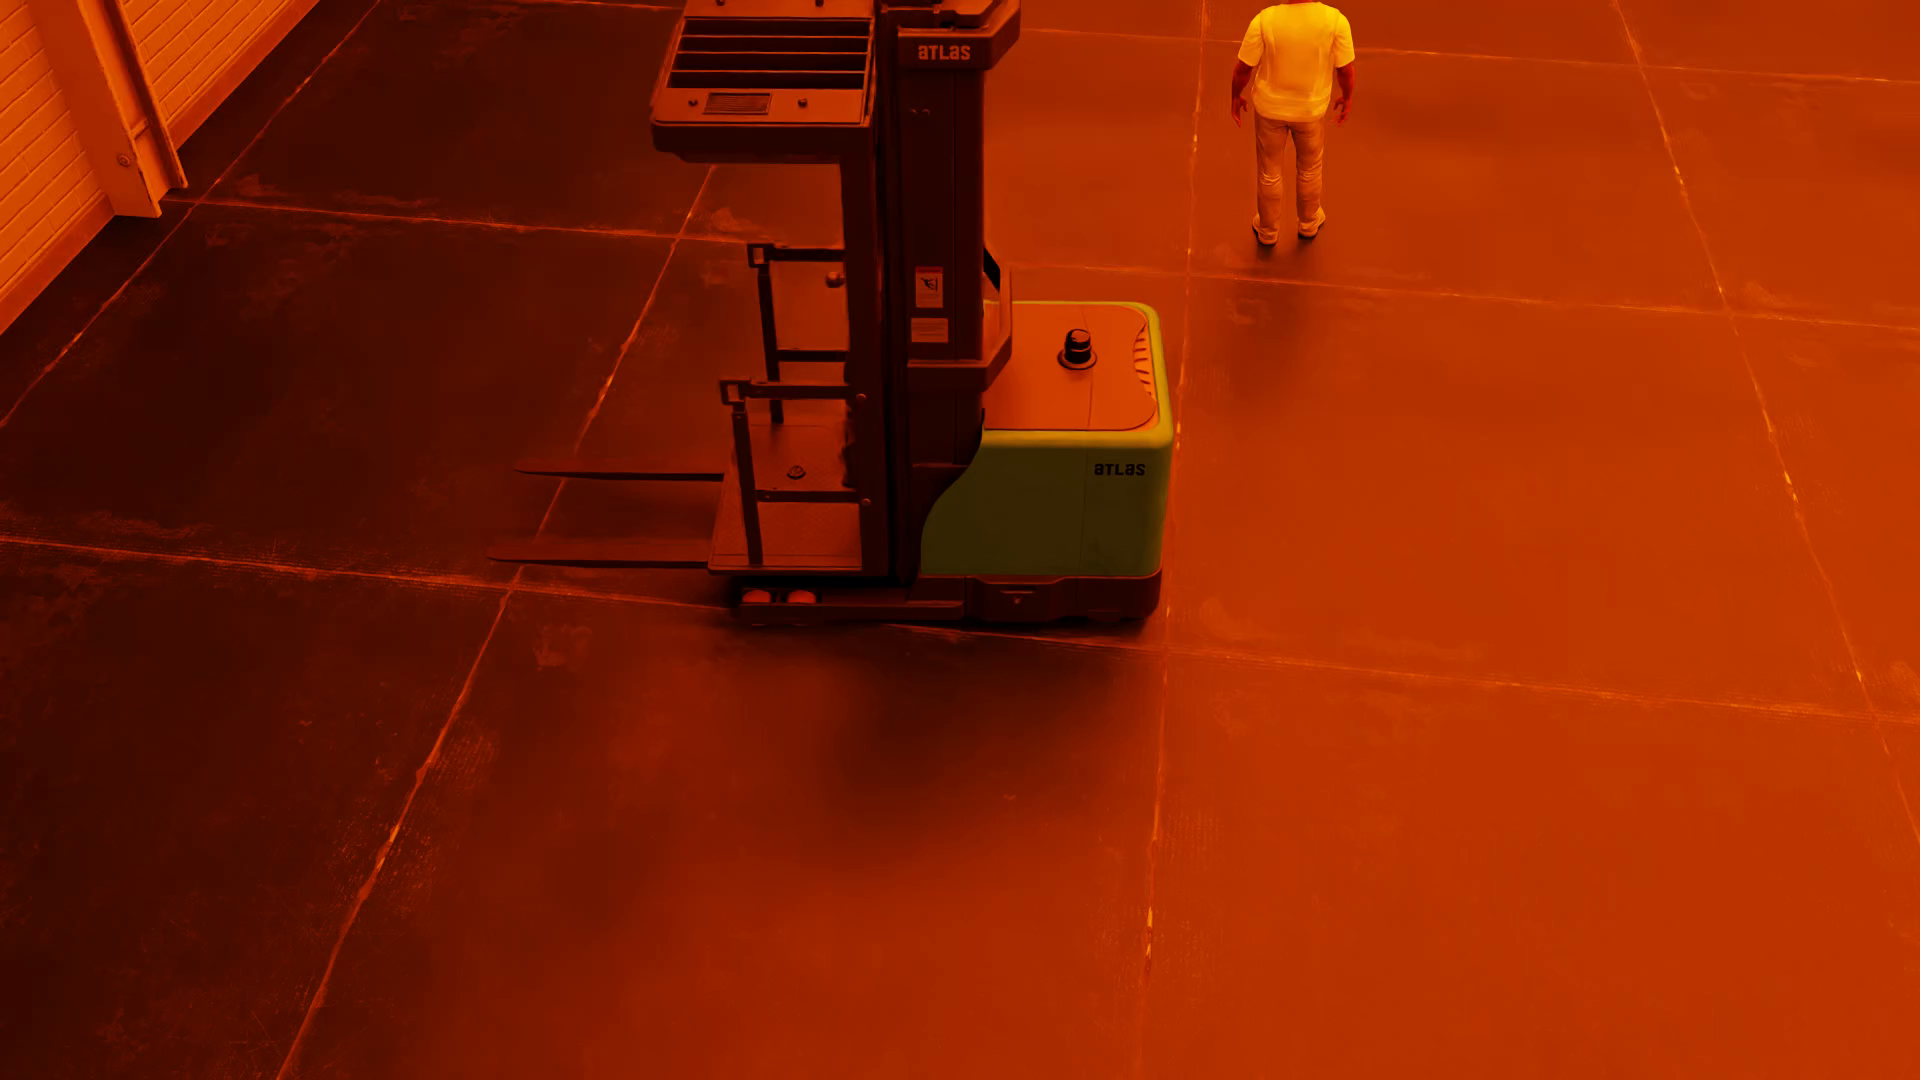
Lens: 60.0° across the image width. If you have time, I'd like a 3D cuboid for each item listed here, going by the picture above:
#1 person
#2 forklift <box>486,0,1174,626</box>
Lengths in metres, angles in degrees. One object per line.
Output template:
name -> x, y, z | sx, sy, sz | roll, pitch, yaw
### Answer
person -> 1.840, -2.465, 9.259 | 0.665, 1.769, 0.574 | 6, 43, 6
forklift -> -0.617, -1.051, 6.868 | 3.031, 2.935, 1.130 | 1, 43, 1
